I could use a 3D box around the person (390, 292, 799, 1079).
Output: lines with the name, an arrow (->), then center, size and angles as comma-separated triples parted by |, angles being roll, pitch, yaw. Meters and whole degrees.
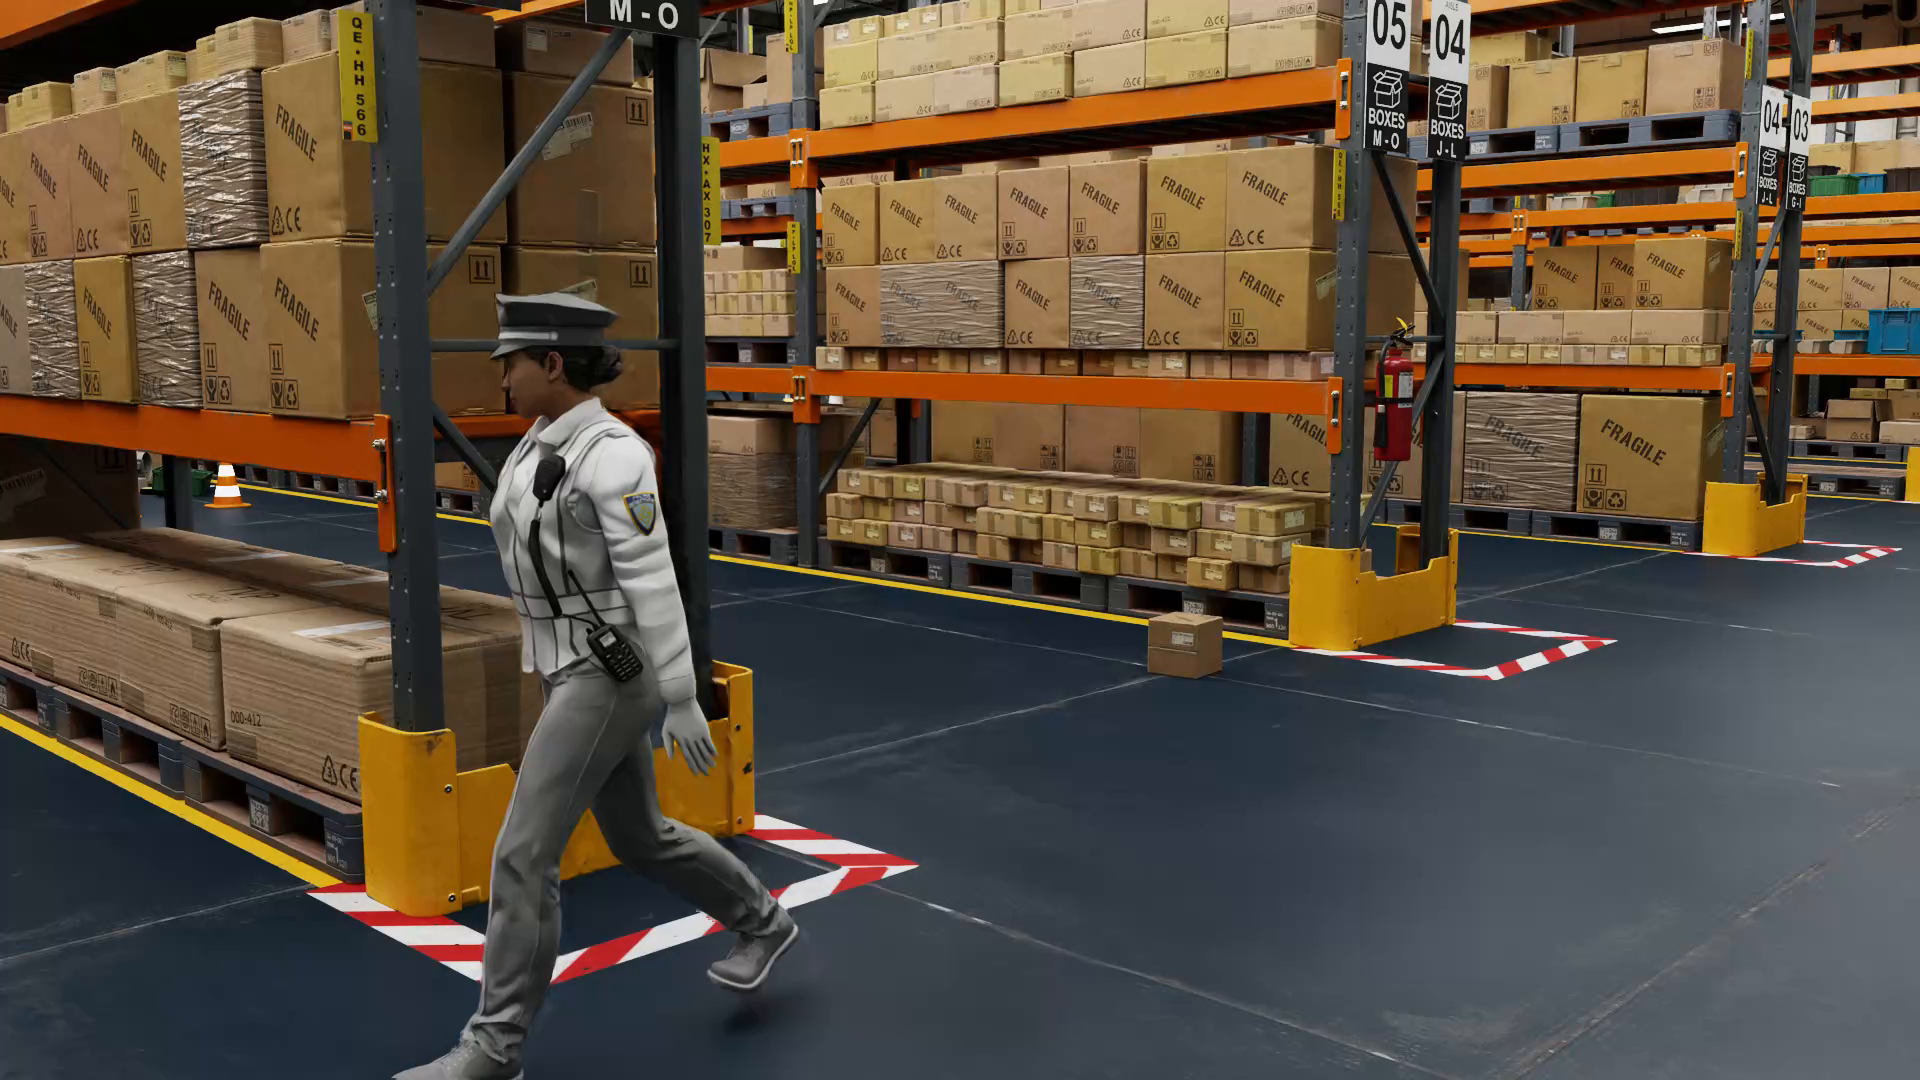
person -> -0.761, 0.290, 3.507 | 0.996, 1.609, 0.580 | -5, 8, -32
